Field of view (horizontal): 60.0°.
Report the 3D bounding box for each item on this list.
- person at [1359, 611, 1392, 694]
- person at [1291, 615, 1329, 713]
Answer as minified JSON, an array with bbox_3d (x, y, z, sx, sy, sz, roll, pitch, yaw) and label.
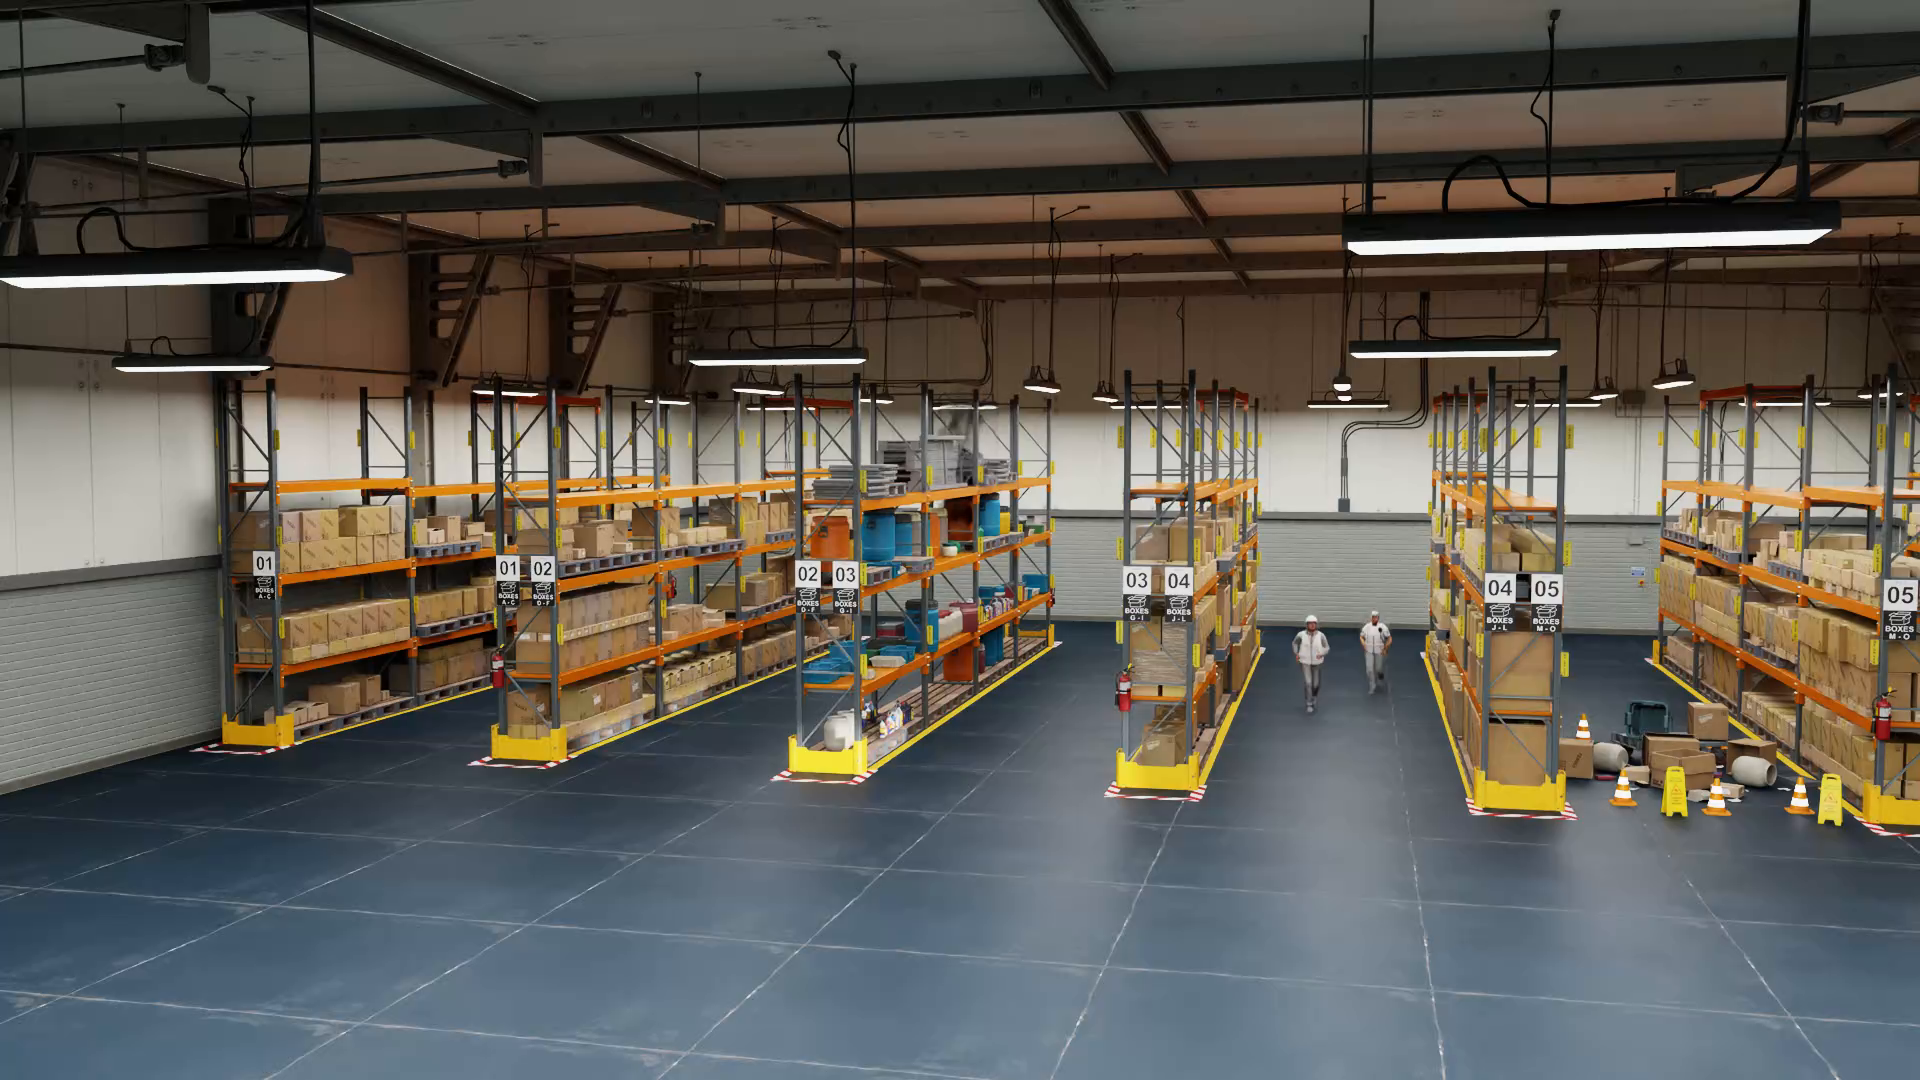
[{"bbox_3d":[8.230,2.217,32.968,0.628,1.627,0.573,1,4,19],"label":"person"},{"bbox_3d":[6.481,2.269,30.742,0.678,1.763,0.835,0,3,6],"label":"person"}]
